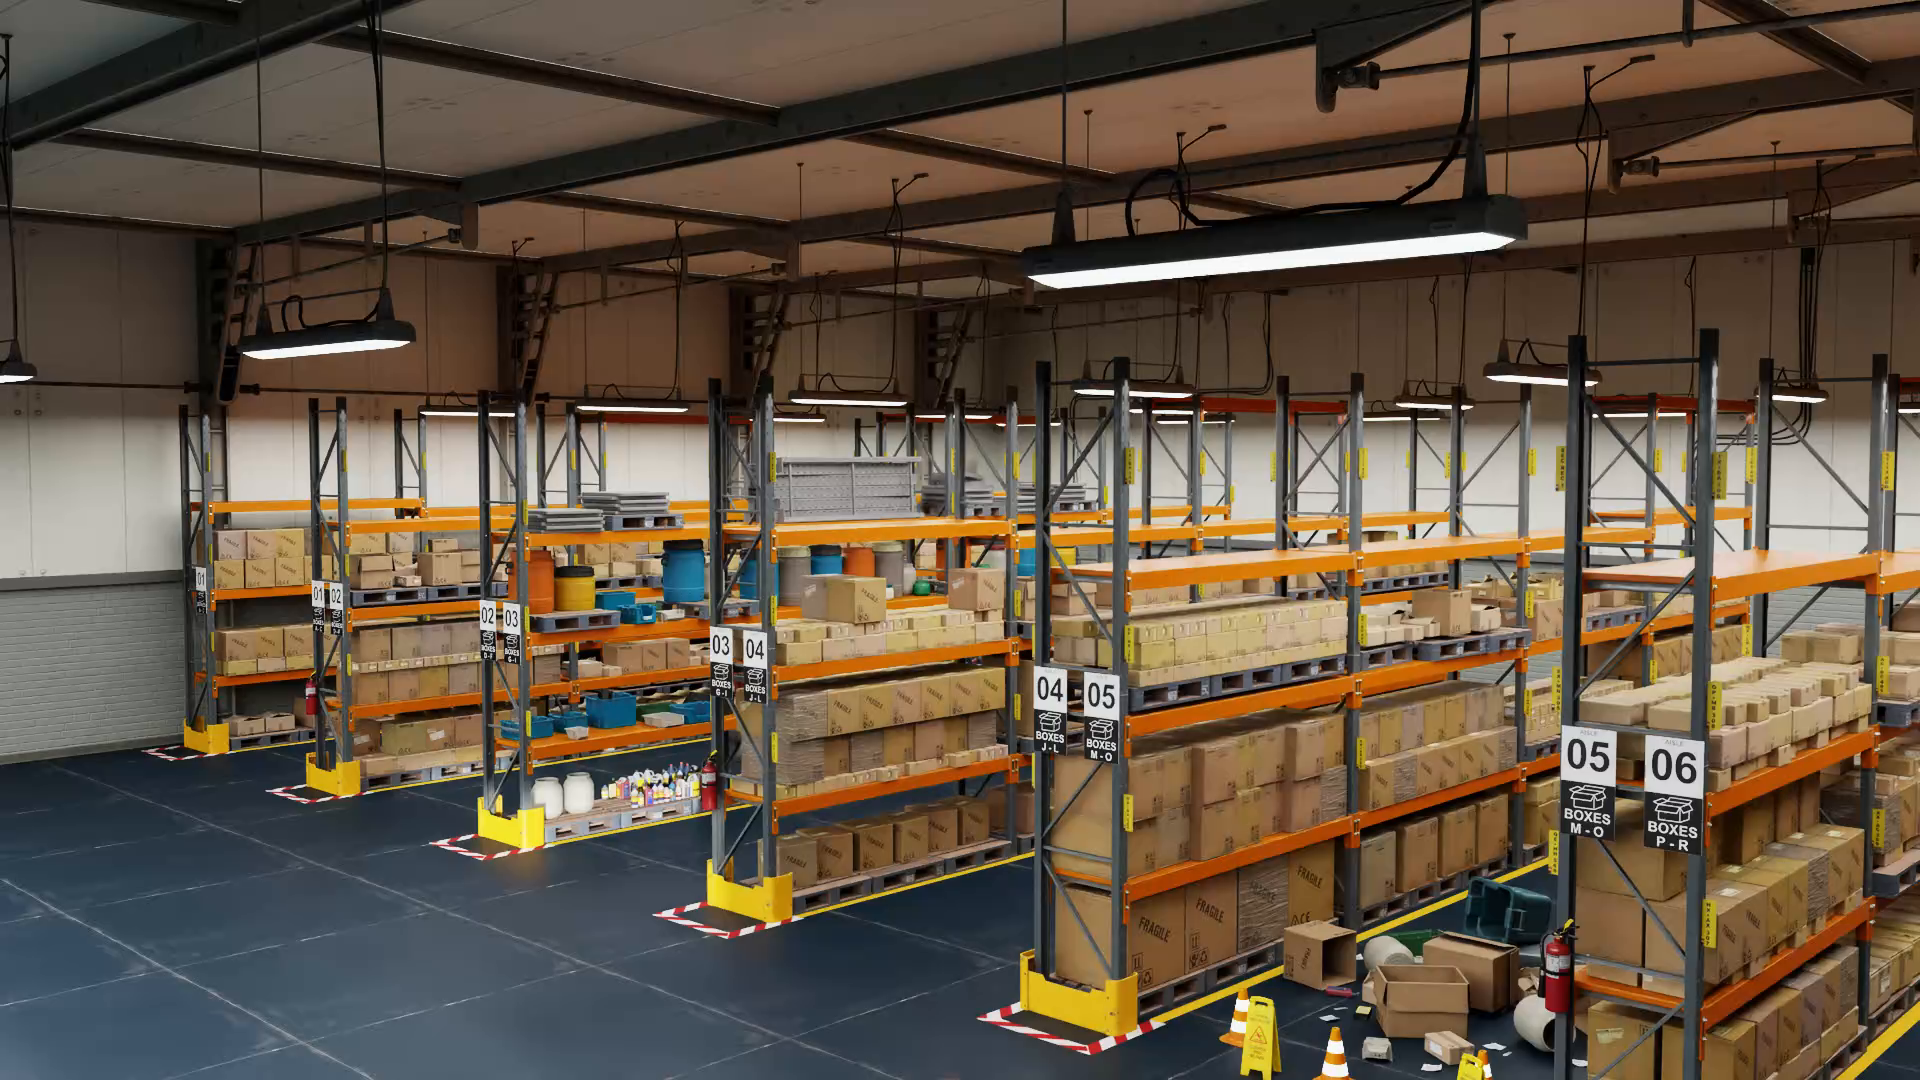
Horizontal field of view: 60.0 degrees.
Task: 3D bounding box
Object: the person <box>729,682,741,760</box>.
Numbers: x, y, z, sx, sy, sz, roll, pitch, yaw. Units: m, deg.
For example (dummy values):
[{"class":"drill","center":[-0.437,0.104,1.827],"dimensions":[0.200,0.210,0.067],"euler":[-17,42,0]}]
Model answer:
[{"class":"person","center":[-3.774,2.869,27.785],"dimensions":[0.576,1.618,0.714],"euler":[3,4,42]}]
